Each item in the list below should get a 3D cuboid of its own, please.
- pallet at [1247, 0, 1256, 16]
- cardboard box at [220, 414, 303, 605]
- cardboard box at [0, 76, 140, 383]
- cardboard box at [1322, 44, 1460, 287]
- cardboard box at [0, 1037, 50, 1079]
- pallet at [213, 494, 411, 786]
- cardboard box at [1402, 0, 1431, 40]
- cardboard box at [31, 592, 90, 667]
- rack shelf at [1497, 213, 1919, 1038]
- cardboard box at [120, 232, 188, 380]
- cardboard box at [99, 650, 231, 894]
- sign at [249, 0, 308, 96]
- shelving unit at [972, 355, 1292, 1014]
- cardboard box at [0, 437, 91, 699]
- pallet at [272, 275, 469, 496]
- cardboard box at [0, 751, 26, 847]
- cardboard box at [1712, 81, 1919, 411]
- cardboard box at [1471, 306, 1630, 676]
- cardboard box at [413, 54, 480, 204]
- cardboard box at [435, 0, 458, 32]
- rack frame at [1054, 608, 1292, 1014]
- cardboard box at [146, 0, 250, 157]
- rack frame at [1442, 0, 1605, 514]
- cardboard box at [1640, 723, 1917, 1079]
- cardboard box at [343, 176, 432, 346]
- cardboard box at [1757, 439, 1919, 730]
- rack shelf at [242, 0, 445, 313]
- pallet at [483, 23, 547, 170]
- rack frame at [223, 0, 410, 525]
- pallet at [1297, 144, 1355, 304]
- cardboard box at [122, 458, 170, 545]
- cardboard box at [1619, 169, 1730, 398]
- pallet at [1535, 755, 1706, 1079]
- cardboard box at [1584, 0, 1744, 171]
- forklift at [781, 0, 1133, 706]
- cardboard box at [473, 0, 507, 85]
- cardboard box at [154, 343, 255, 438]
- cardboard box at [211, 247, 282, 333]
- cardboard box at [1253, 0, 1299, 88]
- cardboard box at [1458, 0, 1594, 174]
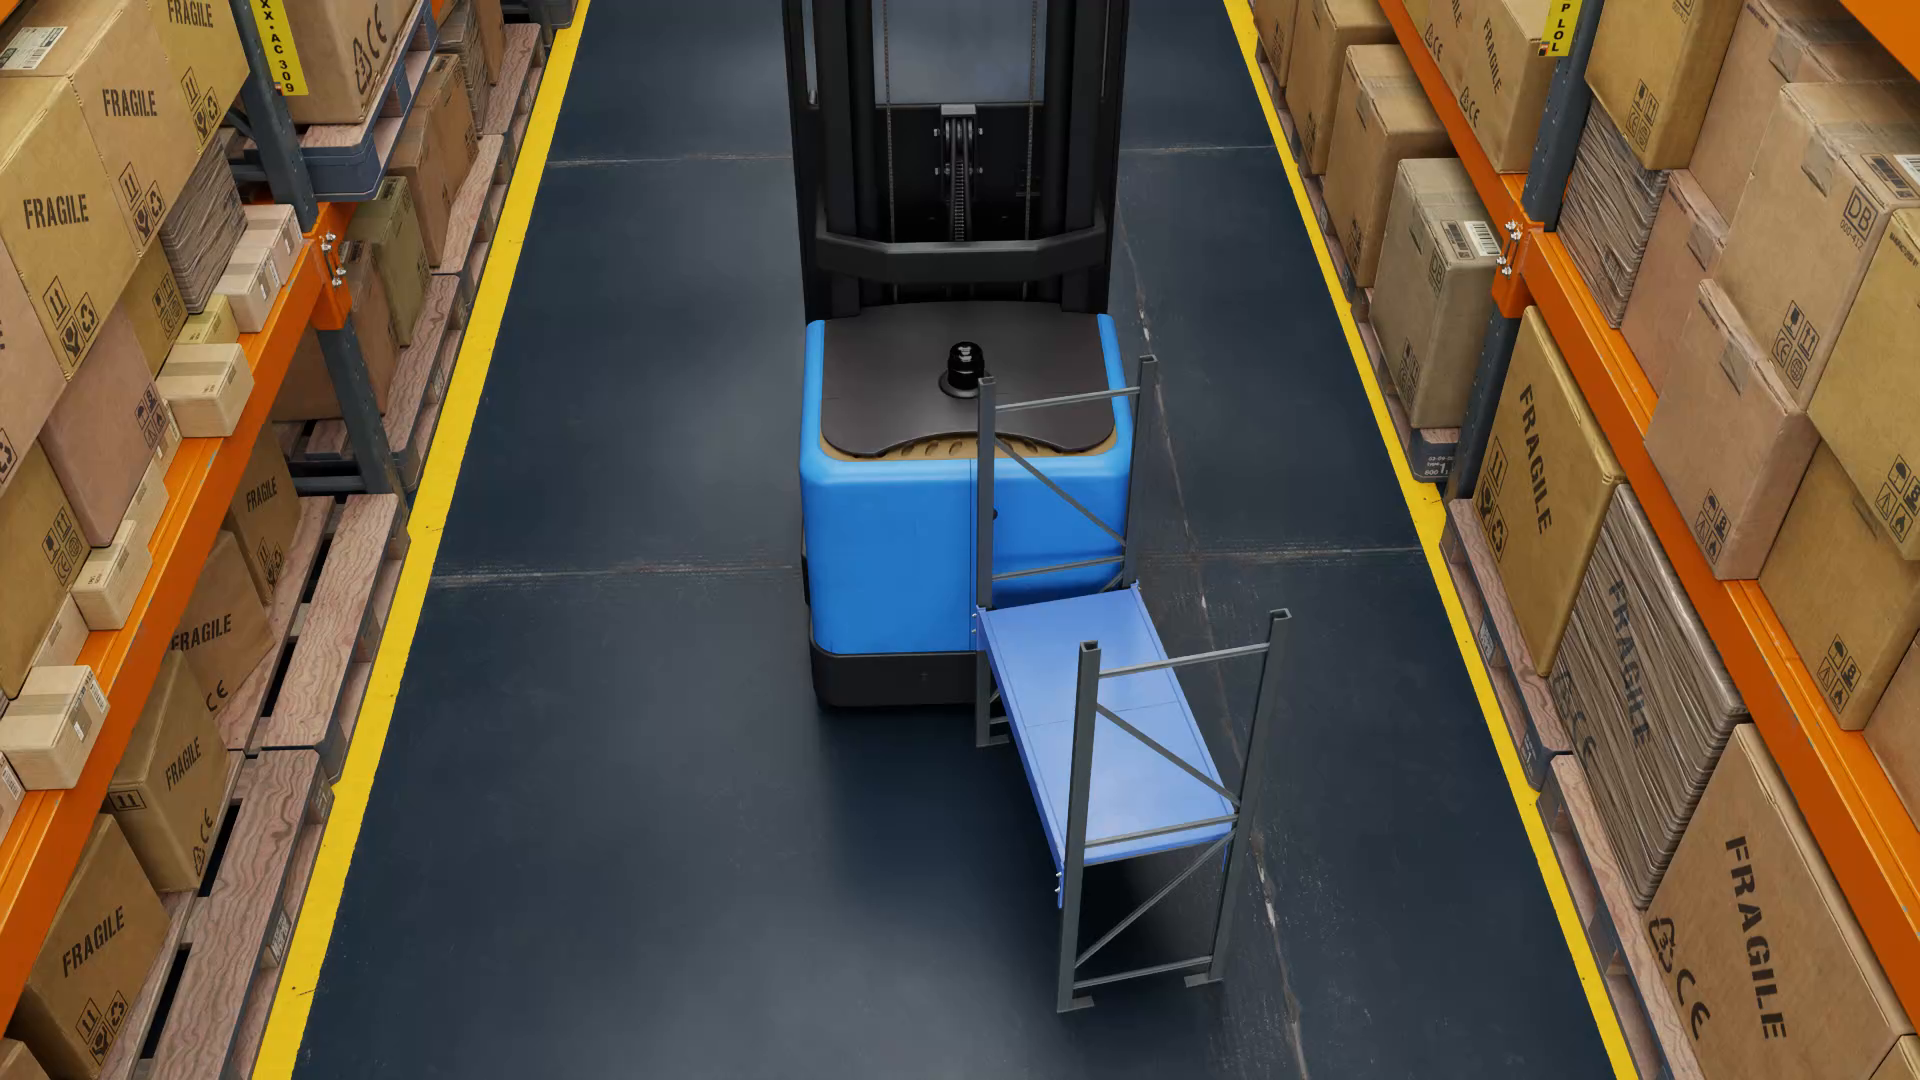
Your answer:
[{"bbox_3d":[2.157,-3.427,9.832,1.003,0.211,1.213,-2,43,-2],"label":"pallet"},{"bbox_3d":[-2.624,-0.115,5.694,0.500,0.500,0.500,-3,43,-3],"label":"cardboard box"},{"bbox_3d":[-2.264,-0.697,3.756,0.500,0.500,0.500,-2,43,-2],"label":"cardboard box"},{"bbox_3d":[2.206,-1.620,7.152,1.050,0.750,0.750,-2,43,-2],"label":"cardboard box"},{"bbox_3d":[-2.500,1.490,3.944,0.500,0.500,0.500,9,43,9],"label":"cardboard box"},{"bbox_3d":[-2.537,0.328,5.736,1.003,0.211,1.213,-2,43,-2],"label":"pallet"},{"bbox_3d":[2.027,-2.290,6.455,0.500,0.500,0.500,-1,43,-1],"label":"cardboard box"},{"bbox_3d":[-2.315,0.261,3.932,0.380,0.149,0.250,-2,43,-2],"label":"cardboard box"},{"bbox_3d":[2.444,0.389,4.138,1.077,0.370,4.000,-2,43,-2],"label":"rack shelf"},{"bbox_3d":[-2.657,-0.655,4.450,0.875,0.500,0.500,-2,43,-2],"label":"cardboard box"},{"bbox_3d":[-2.487,0.689,4.818,0.500,0.500,0.500,-5,43,-6],"label":"cardboard box"},{"bbox_3d":[-2.059,-1.492,5.018,0.100,0.325,0.005,-2,43,-2],"label":"sign"},{"bbox_3d":[0.407,0.423,4.679,0.538,1.500,1.048,-9,43,-9],"label":"shelving unit"},{"bbox_3d":[-2.556,0.018,3.716,0.875,0.500,0.500,-2,43,-2],"label":"cardboard box"},{"bbox_3d":[-2.635,-0.650,6.803,1.003,0.211,1.213,-2,43,-2],"label":"pallet"},{"bbox_3d":[-2.265,0.597,3.564,0.380,0.149,0.250,-2,43,-2],"label":"cardboard box"},{"bbox_3d":[2.365,-0.694,3.877,0.875,0.550,0.550,-2,43,-2],"label":"cardboard box"},{"bbox_3d":[2.316,-0.172,5.479,0.875,0.875,0.875,-1,43,-1],"label":"cardboard box"},{"bbox_3d":[-2.655,-1.885,7.611,0.700,0.500,0.500,2,43,2],"label":"cardboard box"},{"bbox_3d":[-2.680,-2.561,7.793,0.500,0.250,0.500,3,43,3],"label":"cardboard box"},{"bbox_3d":[0.519,0.758,4.313,0.500,1.500,0.032,-9,43,-9],"label":"rack frame"},{"bbox_3d":[-2.307,-1.372,4.493,0.500,0.500,0.500,-2,43,-2],"label":"cardboard box"},{"bbox_3d":[2.359,-1.227,5.368,1.000,3.000,0.127,-2,43,-2],"label":"rack frame"},{"bbox_3d":[2.395,1.052,4.144,0.875,0.875,0.875,-2,43,-2],"label":"cardboard box"},{"bbox_3d":[-2.607,-1.131,6.788,0.700,0.500,0.500,-2,43,-2],"label":"cardboard box"},{"bbox_3d":[2.461,0.060,3.853,0.875,0.550,0.500,-2,43,-2],"label":"cardboard box"},{"bbox_3d":[-2.686,-2.238,7.004,1.077,0.370,4.000,-2,43,-2],"label":"rack shelf"},{"bbox_3d":[-2.739,-2.297,8.600,1.003,0.211,1.213,-2,43,-2],"label":"pallet"},{"bbox_3d":[-2.601,-1.153,5.288,1.000,3.000,0.127,-2,43,-2],"label":"rack frame"},{"bbox_3d":[2.196,-1.543,7.777,1.003,0.211,1.213,-2,43,-2],"label":"pallet"},{"bbox_3d":[-2.294,-0.078,4.301,0.380,0.149,0.250,-2,43,-2],"label":"cardboard box"},{"bbox_3d":[2.433,-0.663,4.642,0.875,0.550,0.550,-2,43,-2],"label":"cardboard box"},{"bbox_3d":[2.368,1.143,4.847,1.003,0.211,1.213,-2,43,-2],"label":"pallet"},{"bbox_3d":[2.340,-1.430,4.680,0.875,0.550,0.550,-2,43,-2],"label":"cardboard box"},{"bbox_3d":[-0.024,-1.506,5.724,1.130,2.935,3.031,-1,43,-2],"label":"forklift"},{"bbox_3d":[-2.722,-2.642,8.437,0.700,0.500,0.500,-4,43,-4],"label":"cardboard box"},{"bbox_3d":[-2.224,-0.418,4.672,0.380,0.149,0.250,-2,43,-2],"label":"cardboard box"},{"bbox_3d":[-2.297,-0.754,5.039,0.380,0.149,0.250,-2,43,-2],"label":"cardboard box"},{"bbox_3d":[2.125,-2.839,8.481,1.050,0.750,0.750,-2,43,-2],"label":"cardboard box"},{"bbox_3d":[2.070,-1.608,5.711,0.500,0.500,0.500,-2,43,-2],"label":"cardboard box"}]
